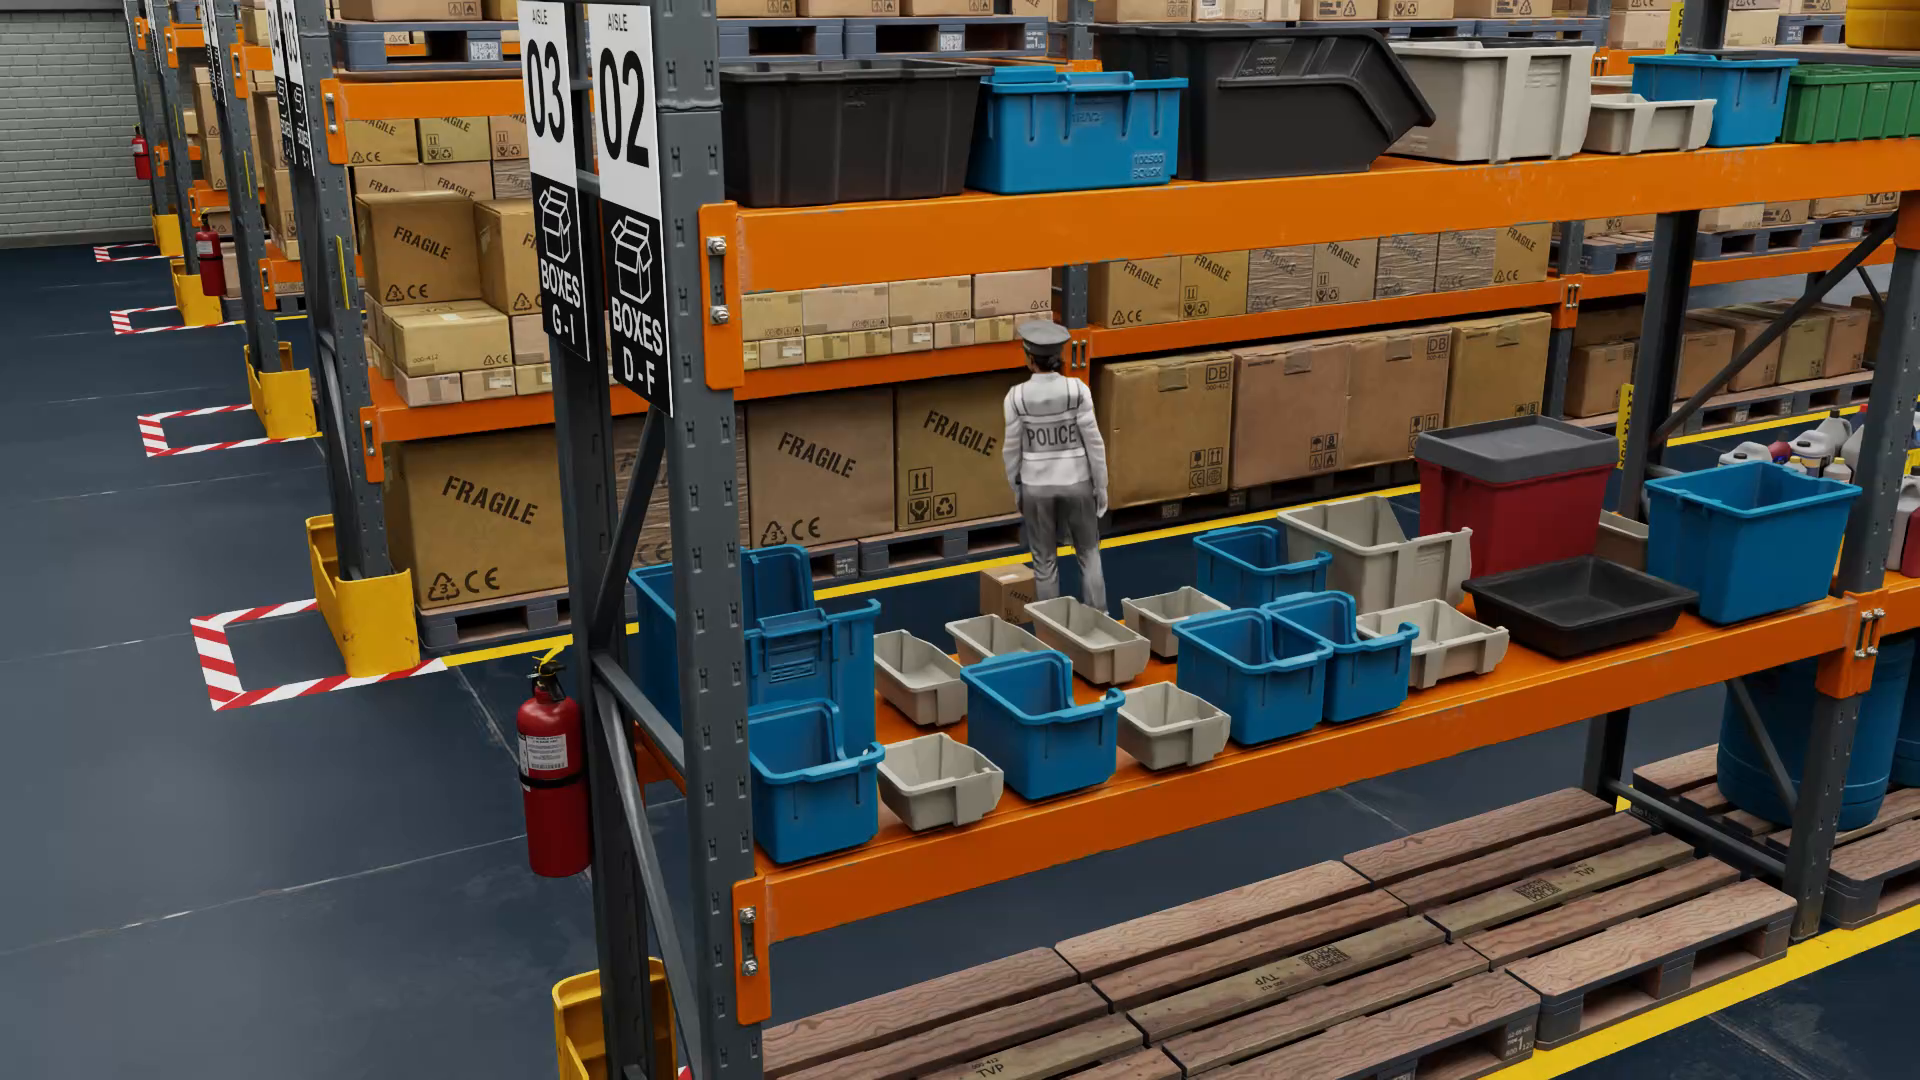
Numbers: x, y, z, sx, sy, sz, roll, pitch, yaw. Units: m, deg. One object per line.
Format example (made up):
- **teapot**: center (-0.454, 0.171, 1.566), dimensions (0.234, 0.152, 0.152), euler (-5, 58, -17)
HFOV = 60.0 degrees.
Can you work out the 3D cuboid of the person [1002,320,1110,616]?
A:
- **person**: center (0.528, -0.232, 8.261), dimensions (0.646, 1.728, 0.375), euler (0, 19, -1)
